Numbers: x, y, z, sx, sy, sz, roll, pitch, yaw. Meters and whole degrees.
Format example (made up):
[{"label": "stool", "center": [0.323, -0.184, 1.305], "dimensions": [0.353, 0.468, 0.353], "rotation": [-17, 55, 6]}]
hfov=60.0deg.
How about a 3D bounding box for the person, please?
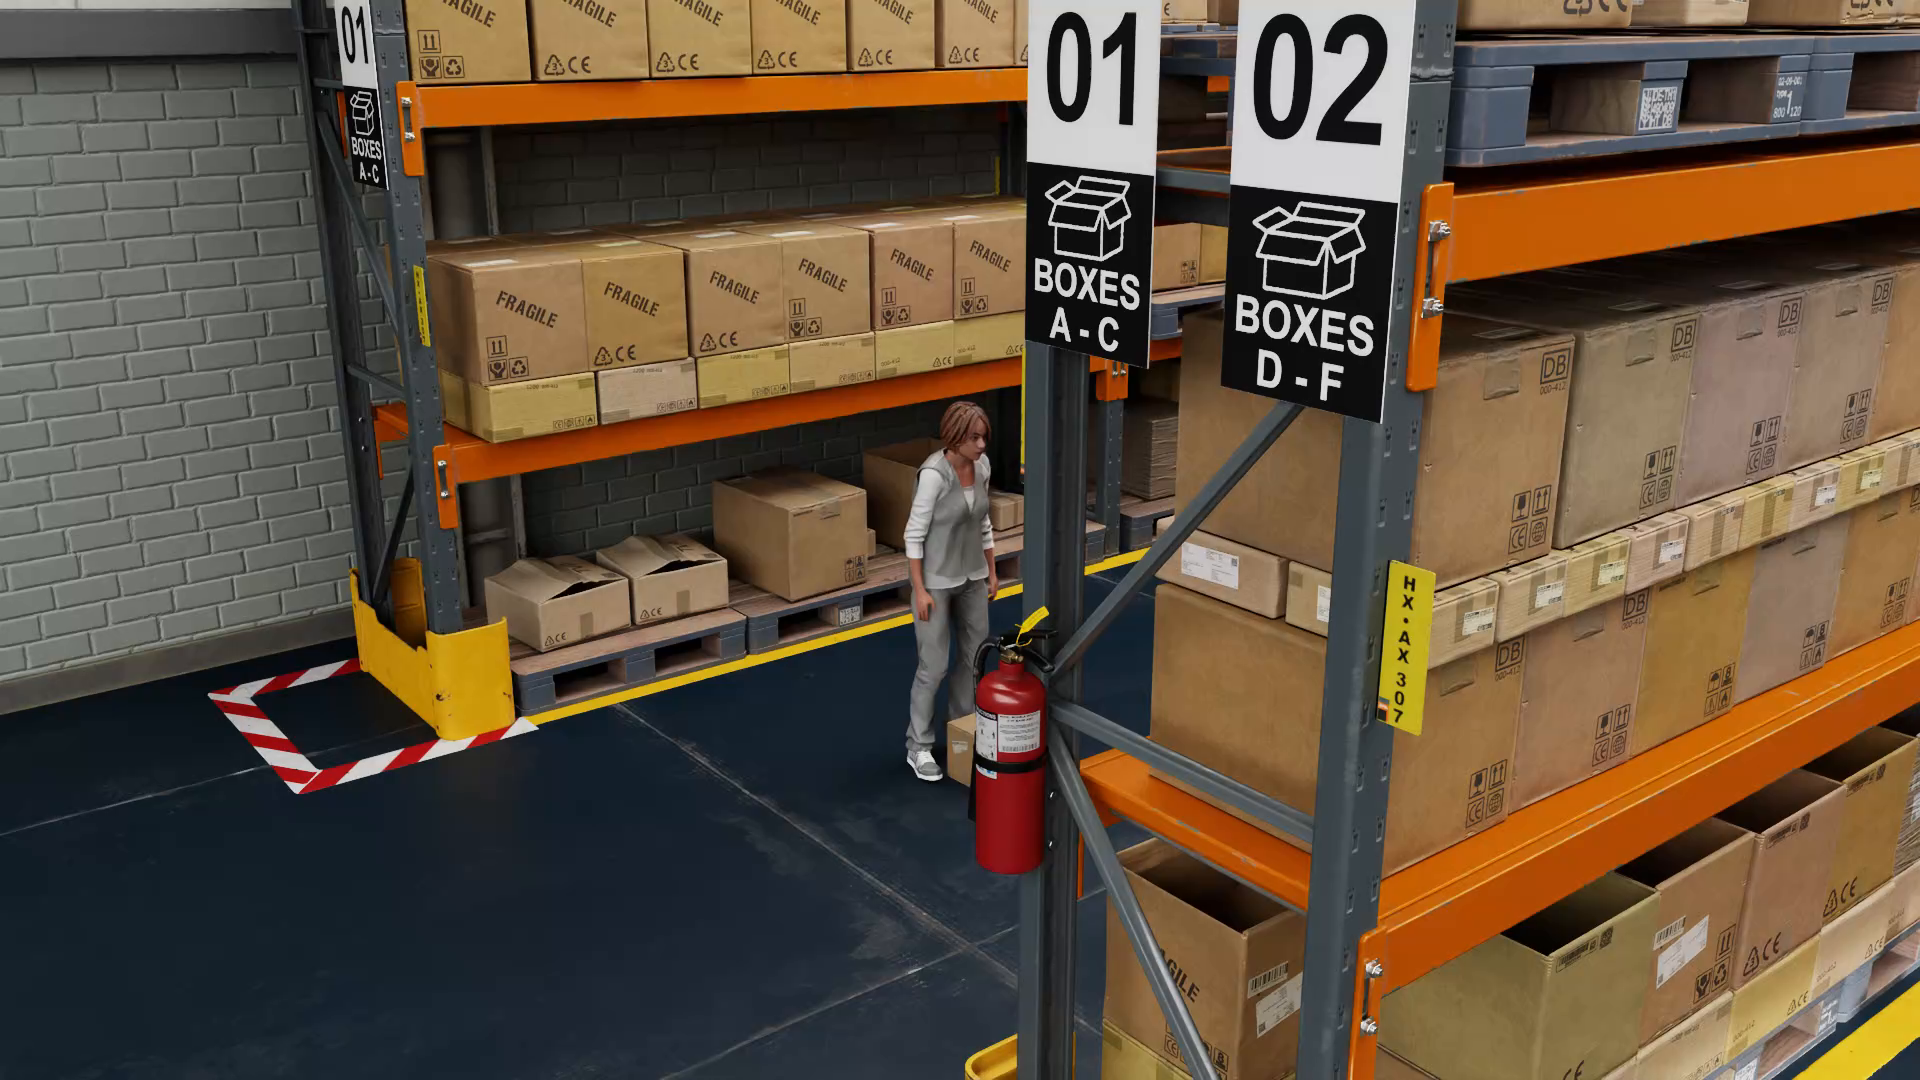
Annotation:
[{"label": "person", "center": [-0.035, 0.197, 6.982], "dimensions": [0.485, 1.582, 0.344], "rotation": [-15, 23, -39]}]
